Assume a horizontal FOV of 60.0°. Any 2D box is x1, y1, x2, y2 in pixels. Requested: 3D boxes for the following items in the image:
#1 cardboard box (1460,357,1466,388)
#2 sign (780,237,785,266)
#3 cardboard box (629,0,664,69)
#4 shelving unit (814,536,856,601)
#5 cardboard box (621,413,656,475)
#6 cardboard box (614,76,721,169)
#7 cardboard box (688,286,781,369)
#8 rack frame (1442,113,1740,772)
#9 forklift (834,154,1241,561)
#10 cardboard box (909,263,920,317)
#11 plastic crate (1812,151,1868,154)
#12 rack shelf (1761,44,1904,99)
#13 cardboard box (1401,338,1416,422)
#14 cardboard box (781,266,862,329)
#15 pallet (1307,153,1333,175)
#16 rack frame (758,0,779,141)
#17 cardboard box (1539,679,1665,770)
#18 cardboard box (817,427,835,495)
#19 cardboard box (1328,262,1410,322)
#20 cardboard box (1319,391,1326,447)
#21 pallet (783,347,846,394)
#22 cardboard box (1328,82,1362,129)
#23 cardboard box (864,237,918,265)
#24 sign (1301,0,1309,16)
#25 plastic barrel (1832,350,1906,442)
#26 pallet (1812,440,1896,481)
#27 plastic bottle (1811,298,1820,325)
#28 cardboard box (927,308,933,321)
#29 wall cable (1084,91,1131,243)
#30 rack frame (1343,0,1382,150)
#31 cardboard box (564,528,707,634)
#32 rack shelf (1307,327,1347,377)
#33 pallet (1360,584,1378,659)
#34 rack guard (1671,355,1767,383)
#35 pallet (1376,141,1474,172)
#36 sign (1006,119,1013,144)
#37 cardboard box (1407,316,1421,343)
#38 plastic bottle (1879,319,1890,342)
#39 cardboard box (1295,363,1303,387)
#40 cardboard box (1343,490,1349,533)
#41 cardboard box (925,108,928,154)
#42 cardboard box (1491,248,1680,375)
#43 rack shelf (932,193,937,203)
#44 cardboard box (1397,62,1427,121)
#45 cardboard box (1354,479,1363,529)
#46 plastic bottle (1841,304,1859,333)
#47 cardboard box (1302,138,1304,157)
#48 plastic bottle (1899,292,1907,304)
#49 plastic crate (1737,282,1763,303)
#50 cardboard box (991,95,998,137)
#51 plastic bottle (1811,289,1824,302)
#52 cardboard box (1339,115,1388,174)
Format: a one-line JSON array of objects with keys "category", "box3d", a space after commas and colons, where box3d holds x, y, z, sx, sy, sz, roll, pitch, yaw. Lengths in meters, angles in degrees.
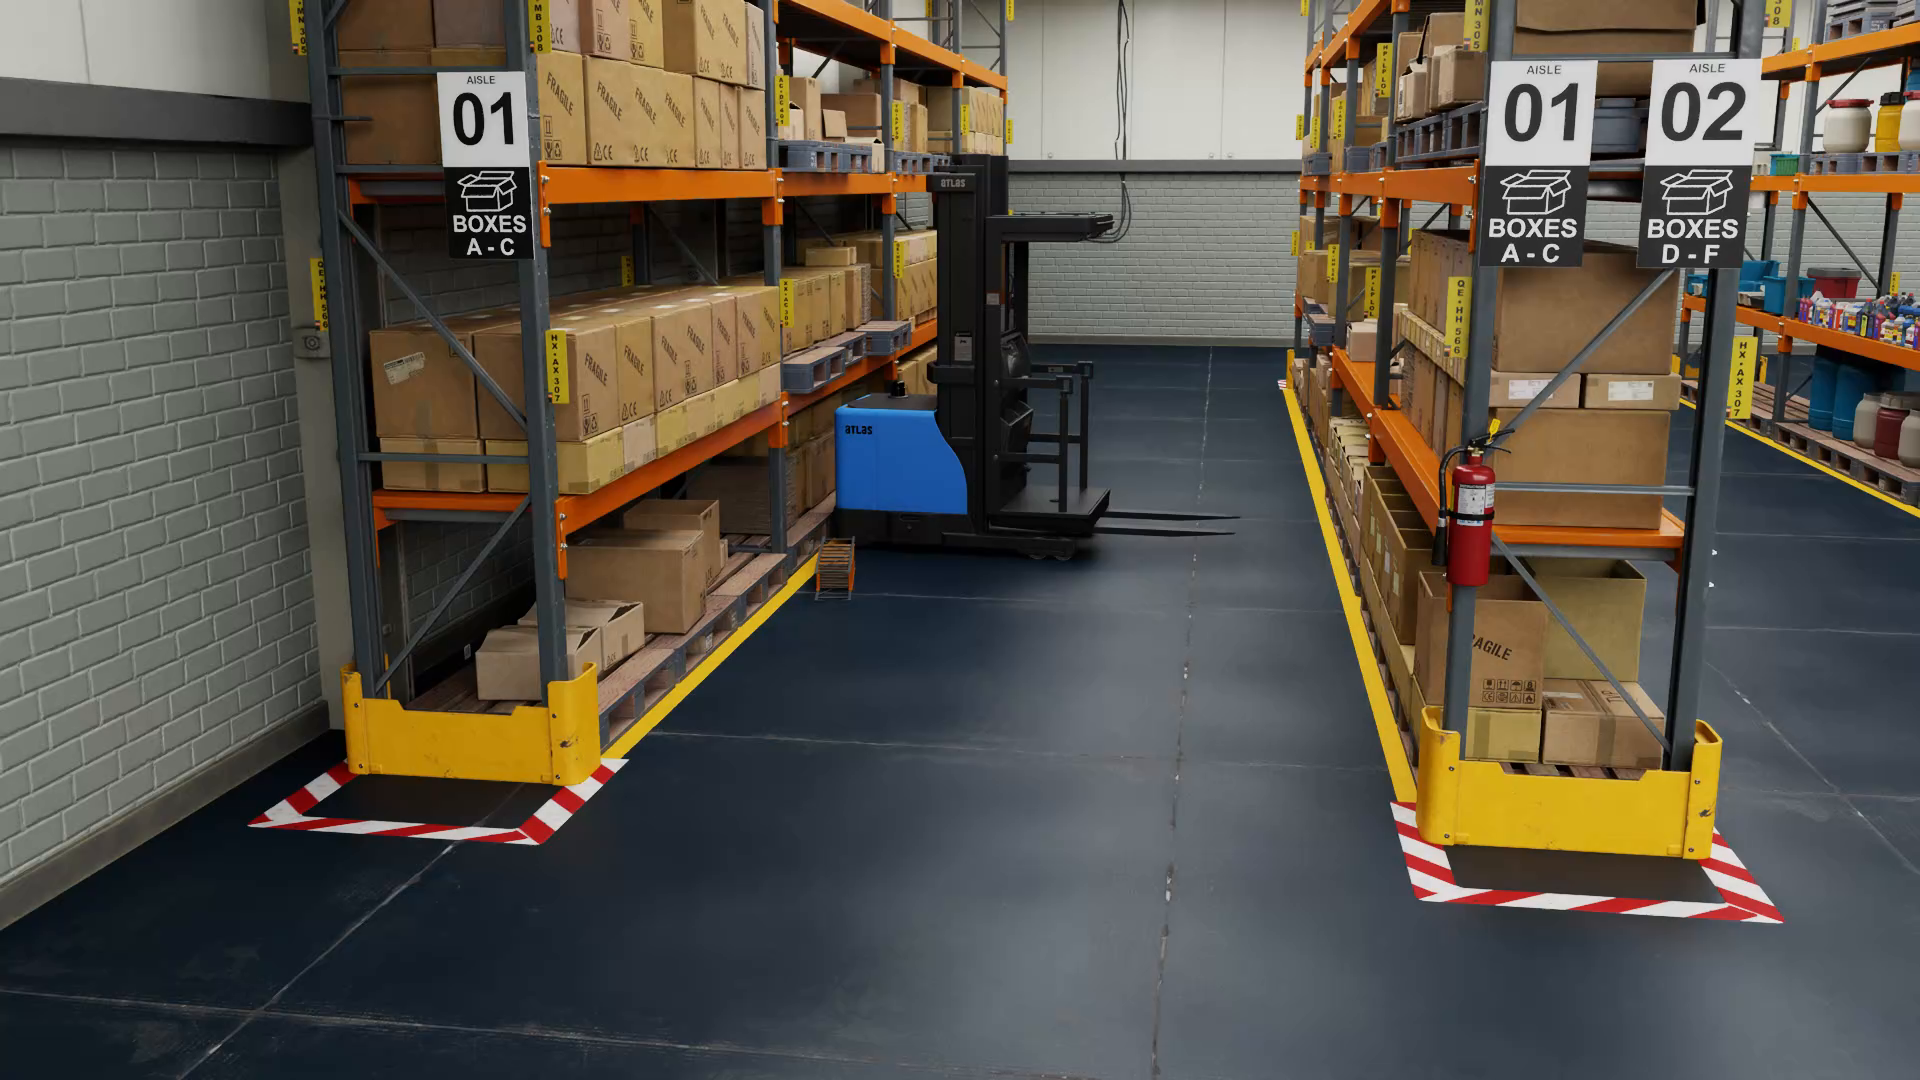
[{"category": "cardboard box", "box3d": [2.514, -0.764, 7.640, 0.380, 0.149, 0.250, 2, 12, 8]}, {"category": "sign", "box3d": [-1.648, -2.613, 15.248, 0.100, 0.325, 0.005, 2, 12, 9]}, {"category": "cardboard box", "box3d": [-1.835, -2.660, 8.437, 0.500, 0.500, 0.500, 2, 12, 10]}, {"category": "shelving unit", "box3d": [-0.871, 0.189, 11.651, 0.258, 0.189, 1.200, 0, 12, -2]}, {"category": "cardboard box", "box3d": [-1.875, -0.500, 8.503, 0.500, 0.250, 0.500, 1, 12, 7]}, {"category": "cardboard box", "box3d": [-1.686, -2.387, 9.545, 0.500, 0.500, 0.500, 1, 12, 6]}, {"category": "cardboard box", "box3d": [-1.482, -1.391, 10.858, 0.500, 0.500, 0.500, 2, 12, 9]}, {"category": "rack frame", "box3d": [2.566, -0.204, 6.821, 1.000, 3.000, 0.127, 2, 12, 9]}, {"category": "forklift", "box3d": [0.609, -1.403, 12.547, 3.031, 2.935, 1.130, 3, 12, 13]}, {"category": "cardboard box", "box3d": [-0.682, -2.435, 16.181, 0.500, 0.500, 0.500, 2, 12, 11]}, {"category": "plastic crate", "box3d": [9.767, -4.193, 18.520, 0.497, 0.269, 0.590, 2, 12, 9]}, {"category": "rack shelf", "box3d": [9.613, -5.343, 19.082, 1.077, 0.370, 4.000, 2, 12, 9]}, {"category": "cardboard box", "box3d": [3.119, -0.993, 10.245, 0.700, 0.500, 0.500, 2, 12, 7]}, {"category": "cardboard box", "box3d": [-1.221, -2.078, 14.233, 0.700, 0.500, 0.500, 1, 12, 3]}, {"category": "pallet", "box3d": [4.085, -3.727, 16.494, 1.213, 0.211, 1.003, 2, 12, 9]}, {"category": "rack frame", "box3d": [-1.714, -4.129, 10.794, 1.000, 3.000, 0.127, 2, 12, 9]}, {"category": "cardboard box", "box3d": [2.868, 0.830, 7.551, 0.500, 0.250, 0.500, 2, 12, 9]}, {"category": "cardboard box", "box3d": [-1.401, -0.663, 13.839, 0.700, 0.500, 0.500, 2, 12, 8]}, {"category": "cardboard box", "box3d": [3.782, -2.258, 15.119, 0.700, 0.500, 0.500, -2, 12, -10]}, {"category": "cardboard box", "box3d": [3.788, -1.173, 16.204, 0.500, 0.500, 0.500, 1, 12, 7]}, {"category": "pallet", "box3d": [-1.453, -1.257, 12.163, 1.003, 0.211, 1.213, 2, 12, 9]}, {"category": "cardboard box", "box3d": [4.448, -4.809, 18.456, 0.700, 0.500, 0.500, 2, 12, 9]}, {"category": "cardboard box", "box3d": [-0.693, -2.798, 16.086, 0.500, 0.250, 0.500, 2, 12, 8]}, {"category": "sign", "box3d": [4.490, -6.981, 21.619, 0.100, 0.325, 0.005, 2, 12, 9]}, {"category": "plastic barrel", "box3d": [9.096, -1.460, 16.634, 0.600, 0.901, 0.708, 2, 12, 9]}, {"category": "pallet", "box3d": [8.960, -0.764, 16.037, 1.003, 0.211, 1.213, 2, 12, 9]}, {"category": "plastic bottle", "box3d": [8.792, -2.343, 17.050, 0.097, 0.271, 0.097, 0, 12, 0]}, {"category": "cardboard box", "box3d": [-0.495, -2.406, 17.588, 0.380, 0.149, 0.250, 2, 12, 7]}, {"category": "wall cable", "box3d": [1.354, -6.275, 28.122, 3.097, 2.526, 0.112, 2, 12, 9]}, {"category": "rack frame", "box3d": [3.796, -4.802, 13.917, 1.000, 3.000, 0.127, 2, 12, 9]}, {"category": "cardboard box", "box3d": [-1.884, 0.232, 9.686, 0.700, 0.500, 0.500, 1, 12, 5]}, {"category": "rack shelf", "box3d": [4.104, -1.934, 16.556, 1.077, 0.370, 4.000, 2, 12, 9]}, {"category": "pallet", "box3d": [3.017, 0.490, 10.217, 1.003, 0.211, 1.213, 2, 12, 9]}, {"category": "rack guard", "box3d": [9.911, -2.157, 21.816, 1.175, 0.500, 0.348, 2, 12, 9]}, {"category": "pallet", "box3d": [3.304, -2.594, 11.243, 0.805, 0.209, 1.217, 1, 12, 6]}, {"category": "sign", "box3d": [0.665, -5.535, 22.521, 0.100, 0.325, 0.005, 2, 12, 9]}, {"category": "cardboard box", "box3d": [2.872, -1.247, 9.883, 0.380, 0.149, 0.250, 2, 12, 7]}, {"category": "plastic bottle", "box3d": [8.507, -1.923, 15.266, 0.097, 0.201, 0.097, 0, 12, 0]}, {"category": "cardboard box", "box3d": [4.509, -2.094, 21.071, 0.500, 0.250, 0.500, 2, 12, 9]}, {"category": "cardboard box", "box3d": [3.116, -0.206, 12.357, 0.500, 0.250, 0.500, 2, 12, 10]}, {"category": "cardboard box", "box3d": [-0.728, -4.413, 17.947, 0.700, 0.500, 0.500, 1, 12, 6]}, {"category": "cardboard box", "box3d": [2.658, -0.995, 7.174, 0.700, 0.500, 0.500, 2, 12, 9]}, {"category": "rack shelf", "box3d": [-0.176, -4.393, 20.845, 1.077, 0.370, 4.000, 2, 12, 9]}, {"category": "cardboard box", "box3d": [2.760, -2.525, 9.351, 0.500, 0.311, 0.500, 1, 12, 6]}, {"category": "cardboard box", "box3d": [2.960, -0.266, 11.305, 0.500, 0.311, 0.500, 2, 12, 9]}, {"category": "plastic bottle", "box3d": [8.679, -2.155, 16.169, 0.152, 0.276, 0.135, 2, 12, 9]}, {"category": "cardboard box", "box3d": [4.690, -5.074, 21.466, 0.500, 0.250, 0.500, 2, 12, 9]}, {"category": "plastic bottle", "box3d": [9.487, -2.315, 16.732, 0.144, 0.351, 0.185, 2, 12, 9]}, {"category": "plastic crate", "box3d": [9.308, -2.944, 19.788, 0.416, 0.233, 0.300, 2, 12, 9]}, {"category": "cardboard box", "box3d": [0.200, -5.443, 21.353, 0.500, 0.500, 0.500, 2, 12, 10]}, {"category": "plastic bottle", "box3d": [8.925, -2.446, 17.339, 0.144, 0.351, 0.185, 2, 12, 9]}, {"category": "cardboard box", "box3d": [3.830, -3.477, 14.648, 0.910, 0.500, 0.500, 2, 12, 9]}]
